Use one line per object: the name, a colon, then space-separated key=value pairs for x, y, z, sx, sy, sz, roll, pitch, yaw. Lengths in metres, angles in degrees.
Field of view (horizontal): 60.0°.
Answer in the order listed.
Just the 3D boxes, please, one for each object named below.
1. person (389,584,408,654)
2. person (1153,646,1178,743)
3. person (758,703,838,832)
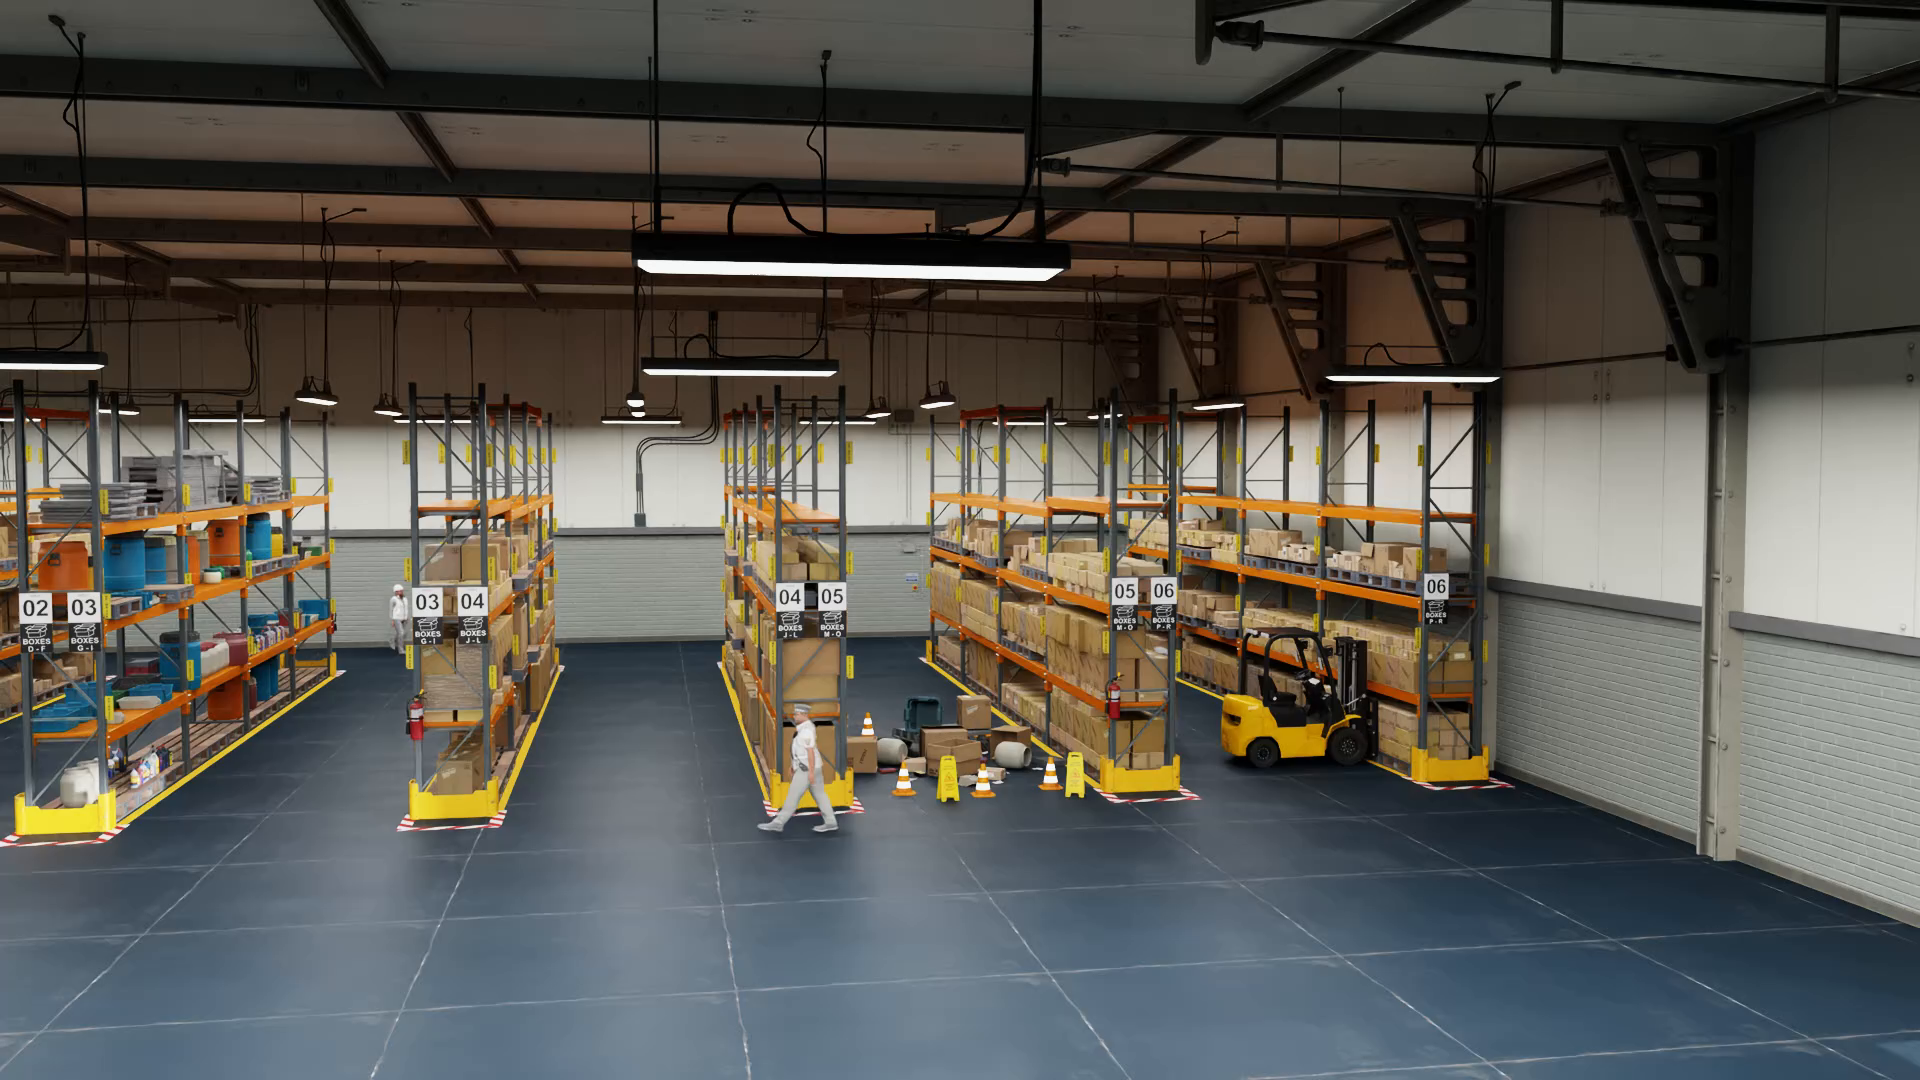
person: x=-14.160 y=1.989 z=41.915 sx=0.725 sy=1.755 sz=0.549 roll=1 pitch=3 yaw=27
person: x=3.532 y=2.695 z=28.912 sx=0.507 sy=1.671 sz=0.457 roll=0 pitch=3 yaw=-3
person: x=-2.132 y=3.007 z=21.977 sx=1.007 sy=1.710 sz=0.561 roll=0 pitch=3 yaw=5
